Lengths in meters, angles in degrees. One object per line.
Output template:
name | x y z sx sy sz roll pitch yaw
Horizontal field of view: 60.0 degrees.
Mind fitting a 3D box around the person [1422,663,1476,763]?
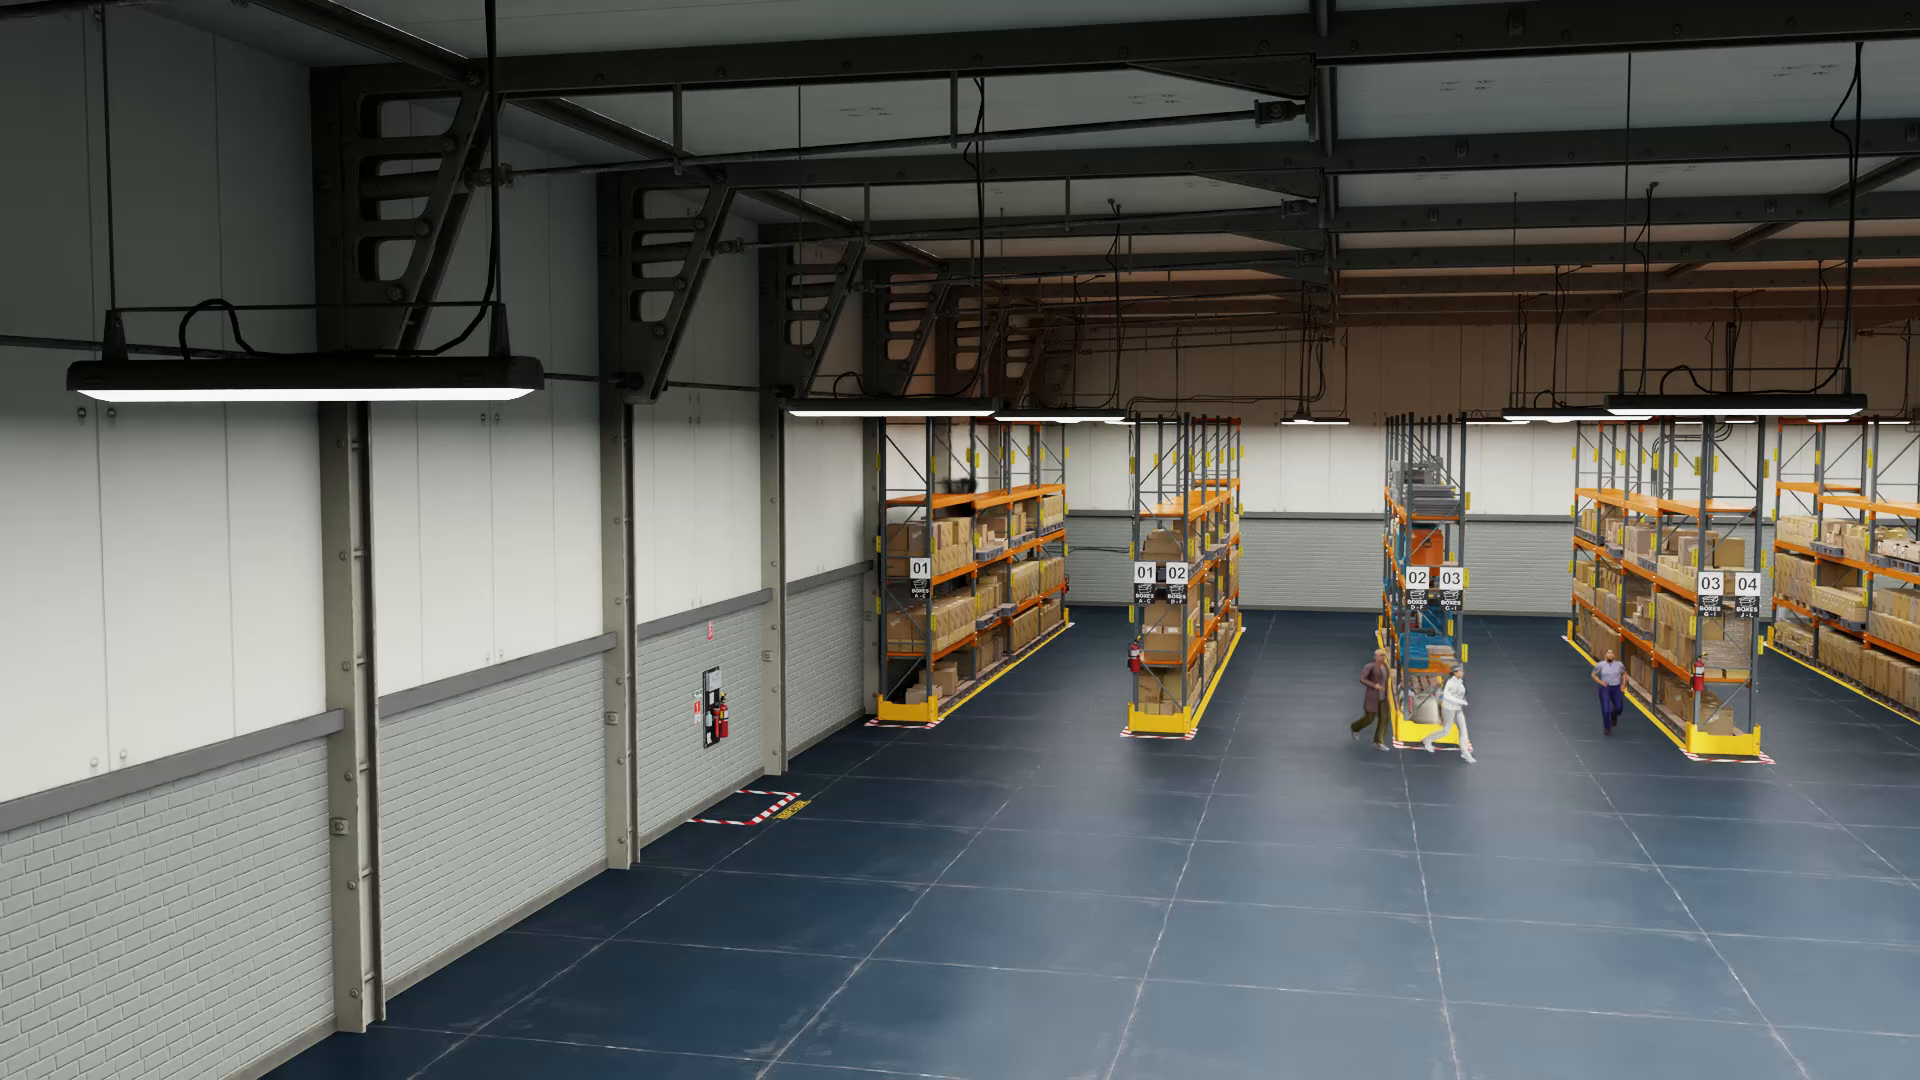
person | 8.456 2.943 28.665 0.982 1.696 0.637 3 5 39

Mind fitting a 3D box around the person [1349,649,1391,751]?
person | 7.433 2.835 29.776 0.720 1.779 0.929 -2 4 -26

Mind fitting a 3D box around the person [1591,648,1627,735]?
person | 12.144 2.828 31.062 0.661 1.608 0.514 1 4 9

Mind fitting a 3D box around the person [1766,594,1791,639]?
person | 22.159 1.785 44.796 0.979 1.781 0.656 -1 4 -10
